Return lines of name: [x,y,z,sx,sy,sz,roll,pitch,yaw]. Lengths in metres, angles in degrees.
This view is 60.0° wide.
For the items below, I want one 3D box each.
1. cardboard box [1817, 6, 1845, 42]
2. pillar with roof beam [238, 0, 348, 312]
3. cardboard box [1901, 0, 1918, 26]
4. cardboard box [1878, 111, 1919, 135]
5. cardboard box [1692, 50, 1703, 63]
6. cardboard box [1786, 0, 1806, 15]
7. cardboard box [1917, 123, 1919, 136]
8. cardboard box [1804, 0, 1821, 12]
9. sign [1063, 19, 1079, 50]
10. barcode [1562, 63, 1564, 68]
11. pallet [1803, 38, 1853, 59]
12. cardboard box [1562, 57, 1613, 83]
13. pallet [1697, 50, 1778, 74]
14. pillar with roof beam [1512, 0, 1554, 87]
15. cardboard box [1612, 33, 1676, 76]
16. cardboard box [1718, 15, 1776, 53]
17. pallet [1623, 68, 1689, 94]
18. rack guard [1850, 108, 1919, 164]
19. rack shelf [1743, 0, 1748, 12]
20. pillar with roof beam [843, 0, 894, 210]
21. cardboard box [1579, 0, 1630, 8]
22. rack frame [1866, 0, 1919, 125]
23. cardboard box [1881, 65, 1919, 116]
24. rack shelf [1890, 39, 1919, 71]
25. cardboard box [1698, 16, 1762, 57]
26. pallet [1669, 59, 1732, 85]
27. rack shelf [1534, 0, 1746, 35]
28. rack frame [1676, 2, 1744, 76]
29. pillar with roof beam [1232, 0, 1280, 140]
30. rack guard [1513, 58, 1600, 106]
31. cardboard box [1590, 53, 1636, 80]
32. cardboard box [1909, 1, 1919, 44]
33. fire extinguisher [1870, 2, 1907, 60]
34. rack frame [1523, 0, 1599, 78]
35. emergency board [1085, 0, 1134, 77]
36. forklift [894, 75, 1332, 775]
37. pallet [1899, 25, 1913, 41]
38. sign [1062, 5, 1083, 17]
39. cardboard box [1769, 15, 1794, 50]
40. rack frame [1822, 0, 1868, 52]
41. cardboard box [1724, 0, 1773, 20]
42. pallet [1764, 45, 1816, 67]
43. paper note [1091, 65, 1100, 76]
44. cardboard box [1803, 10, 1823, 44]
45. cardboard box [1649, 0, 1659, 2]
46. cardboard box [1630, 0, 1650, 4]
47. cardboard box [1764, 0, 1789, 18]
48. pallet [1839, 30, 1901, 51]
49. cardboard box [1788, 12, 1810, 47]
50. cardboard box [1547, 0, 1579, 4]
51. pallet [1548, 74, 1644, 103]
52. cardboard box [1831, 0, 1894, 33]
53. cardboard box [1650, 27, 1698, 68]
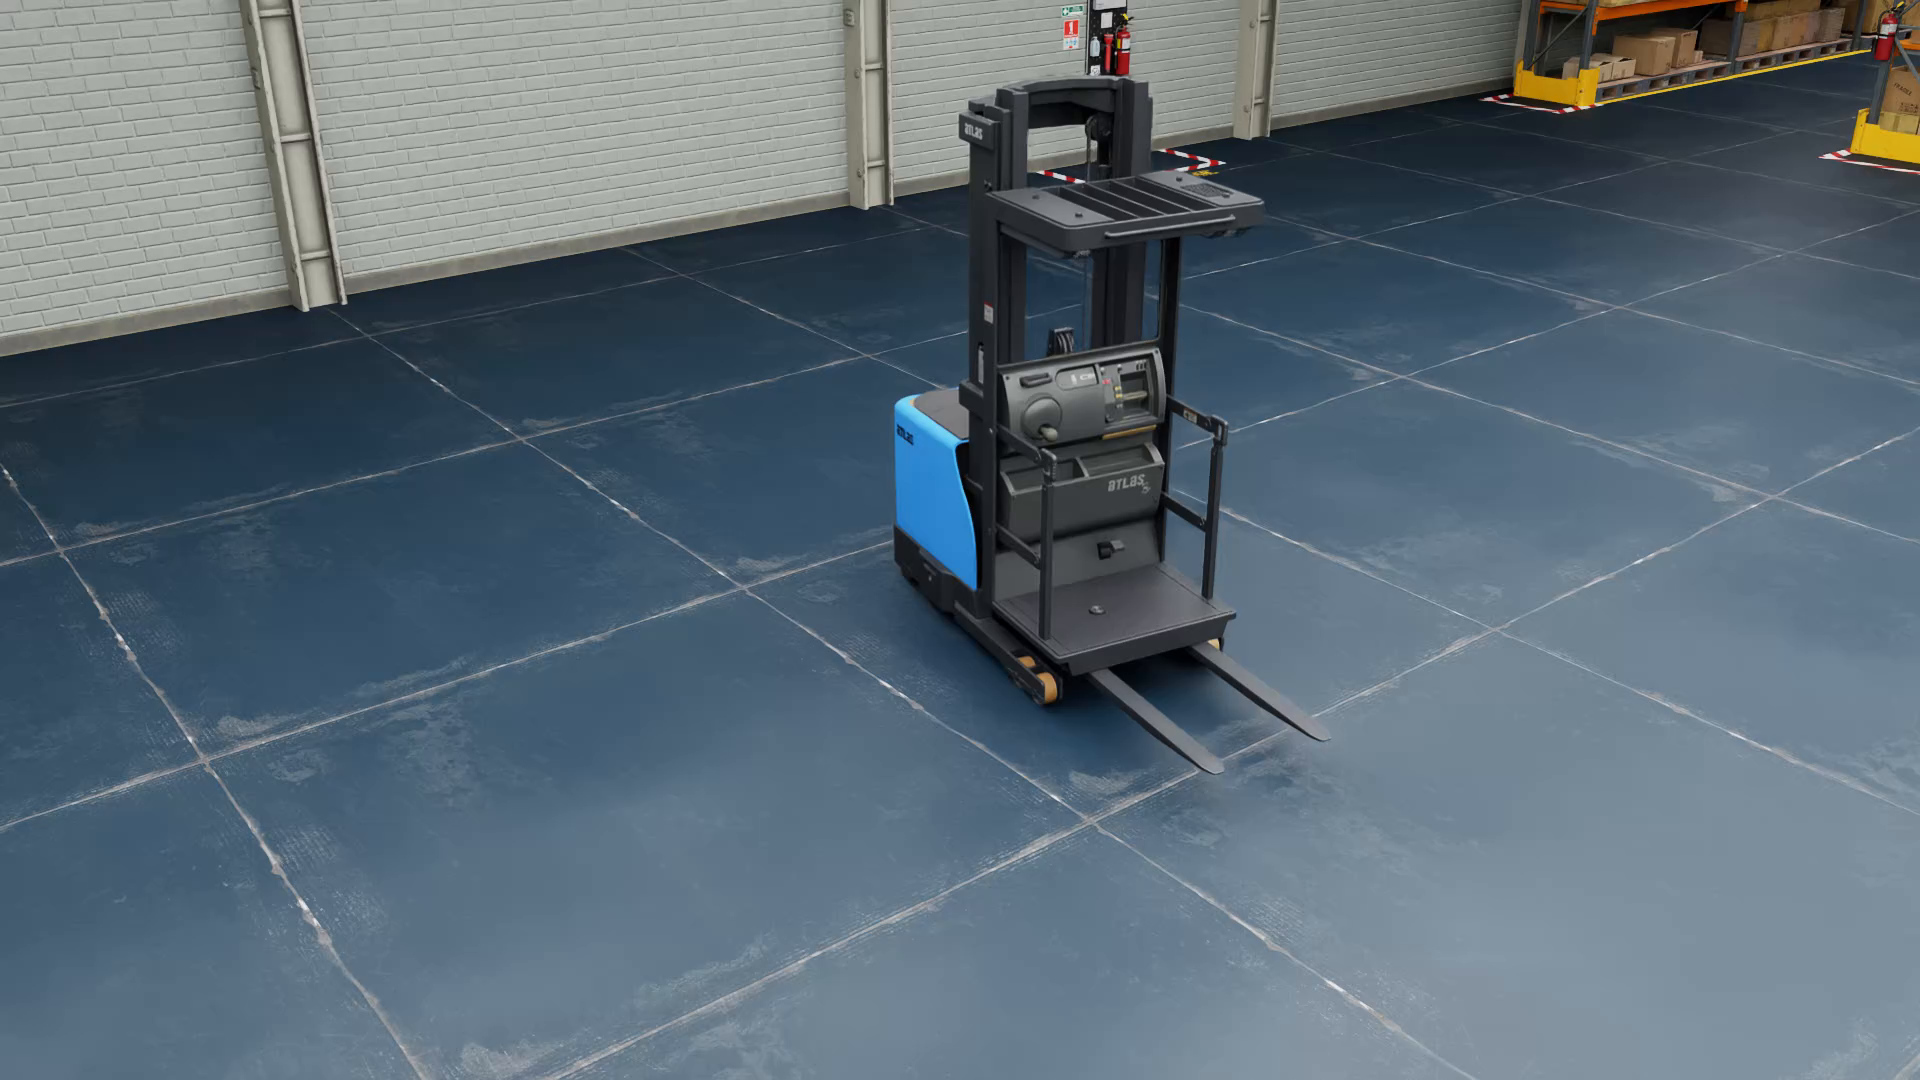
cardboard box: [14.220,-8.607,27.679,0.500,0.500,0.700,-18,30,-33]
pillar with roof beam: [-3.032,-4.755,9.807,0.400,9.000,9.100,-18,31,-34]
cardboard box: [16.107,-9.334,28.854,0.750,0.750,0.750,-18,31,-34]
cardboard box: [11.758,-5.208,20.676,0.500,0.250,0.500,-18,31,-34]
cardboard box: [11.204,-7.472,25.630,0.380,0.166,0.250,22,33,39]
cardboard box: [13.331,-8.685,26.956,0.500,0.250,0.500,-18,31,-34]
cardboard box: [12.078,-5.036,20.306,0.500,0.250,0.500,-18,31,-34]
cardboard box: [13.732,-8.820,27.247,0.500,0.250,0.500,-18,30,-33]
sign: [1.287,-5.855,19.260,0.234,0.329,0.001,-18,31,-34]
barcode: [8.826,-6.939,24.298,0.075,0.075,0.001,-18,31,-34]
pallet: [14.138,-8.278,27.836,1.213,0.211,1.003,-18,31,-34]
cardboard box: [9.059,-6.797,24.004,0.500,0.311,0.500,-23,33,-40]
pallet: [12.218,-7.644,26.471,1.213,0.211,1.003,-18,31,-34]
pillar with roof beam: [11.132,-9.431,19.881,0.400,9.000,9.100,-18,31,-34]
cardboard box: [10.115,-7.205,24.659,0.500,0.500,0.700,-21,32,-37]
cardboard box: [12.551,-8.120,26.629,0.500,0.500,0.700,-19,31,-35]
pallet: [10.139,-6.937,24.946,1.213,0.211,1.003,-18,31,-34]
rack guard: [11.499,-4.887,20.187,0.348,0.500,1.175,-18,31,-34]
rack shelf: [13.180,-8.900,26.718,4.000,0.370,1.077,-18,31,-34]
pillar with roof beam: [1.689,-6.314,13.165,0.400,9.000,9.100,-18,31,-34]
cardboard box: [9.039,-7.630,23.282,0.500,0.250,0.500,-19,31,-35]
rack frame: [11.518,-6.027,19.674,0.127,3.000,1.000,-18,31,-34]
cardboard box: [11.757,-5.549,20.519,0.500,0.500,0.500,-18,31,-34]
rack shelf: [13.092,-6.221,20.945,4.000,0.370,1.077,-18,31,-34]
cardboard box: [12.175,-7.969,26.304,0.500,0.500,0.700,-17,30,-32]
pallet: [11.100,-7.256,25.633,1.213,0.211,1.003,-18,31,-34]
rack shelf: [10.032,-7.861,24.479,4.000,0.370,1.077,-18,31,-34]
rack frame: [11.606,-8.707,25.447,0.127,3.000,1.000,-18,31,-34]
pillar with roof beam: [6.411,-7.872,16.523,0.400,9.000,9.100,-18,31,-34]
rack guard: [8.518,-6.553,23.777,0.348,0.500,1.175,-18,31,-34]
cardboard box: [9.507,-6.945,24.324,0.500,0.311,0.500,-15,29,-30]
cardboard box: [11.894,-6.190,19.905,0.500,0.500,0.700,-18,31,-34]
fire extinguisher: [11.139,-6.116,19.956,0.183,0.674,0.296,-18,31,-34]
rack frame: [8.459,-7.668,23.208,0.127,3.000,1.000,-18,31,-34]
emergency board: [1.786,-5.948,19.503,0.643,1.169,0.194,-18,31,-34]
forklift: [0.739,-0.706,8.289,1.130,2.935,3.031,-12,28,-25]
pallet: [16.380,-8.976,29.339,1.213,0.211,1.003,-18,31,-34]
sign: [1.296,-6.093,19.144,0.331,0.109,0.001,-18,31,-34]
cardboard box: [12.977,-8.239,26.886,0.500,0.500,0.700,-18,30,-33]
rack frame: [14.754,-9.746,27.686,0.127,3.000,1.000,-18,31,-34]
cardboard box: [12.520,-8.425,26.395,0.500,0.250,0.500,-19,31,-35]
pallet: [13.179,-7.963,27.157,1.213,0.211,1.003,-18,31,-34]
paper note: [1.604,-5.525,19.639,0.142,0.148,0.016,-18,31,-34]
cardboard box: [13.742,-8.512,27.474,0.500,0.500,0.700,-18,31,-34]
cardboard box: [9.843,-7.900,23.864,0.500,0.250,0.500,-19,31,-35]
cardboard box: [9.438,-7.770,23.583,0.500,0.250,0.500,-19,31,-36]
cardboard box: [12.927,-8.561,26.689,0.500,0.250,0.500,-19,31,-35]
pallet: [15.421,-8.661,28.660,1.213,0.211,1.003,-18,31,-34]
cardboard box: [13.369,-8.373,27.175,0.500,0.500,0.700,-18,31,-34]
cardboard box: [8.707,-7.794,23.635,0.500,0.250,0.500,-18,30,-33]
pallet: [9.180,-6.622,24.267,1.213,0.211,1.003,-18,31,-34]
cardboard box: [15.414,-9.109,28.368,0.750,0.750,0.750,-19,31,-35]
cardboard box: [10.814,-7.489,25.271,0.500,0.500,0.500,-21,32,-38]
